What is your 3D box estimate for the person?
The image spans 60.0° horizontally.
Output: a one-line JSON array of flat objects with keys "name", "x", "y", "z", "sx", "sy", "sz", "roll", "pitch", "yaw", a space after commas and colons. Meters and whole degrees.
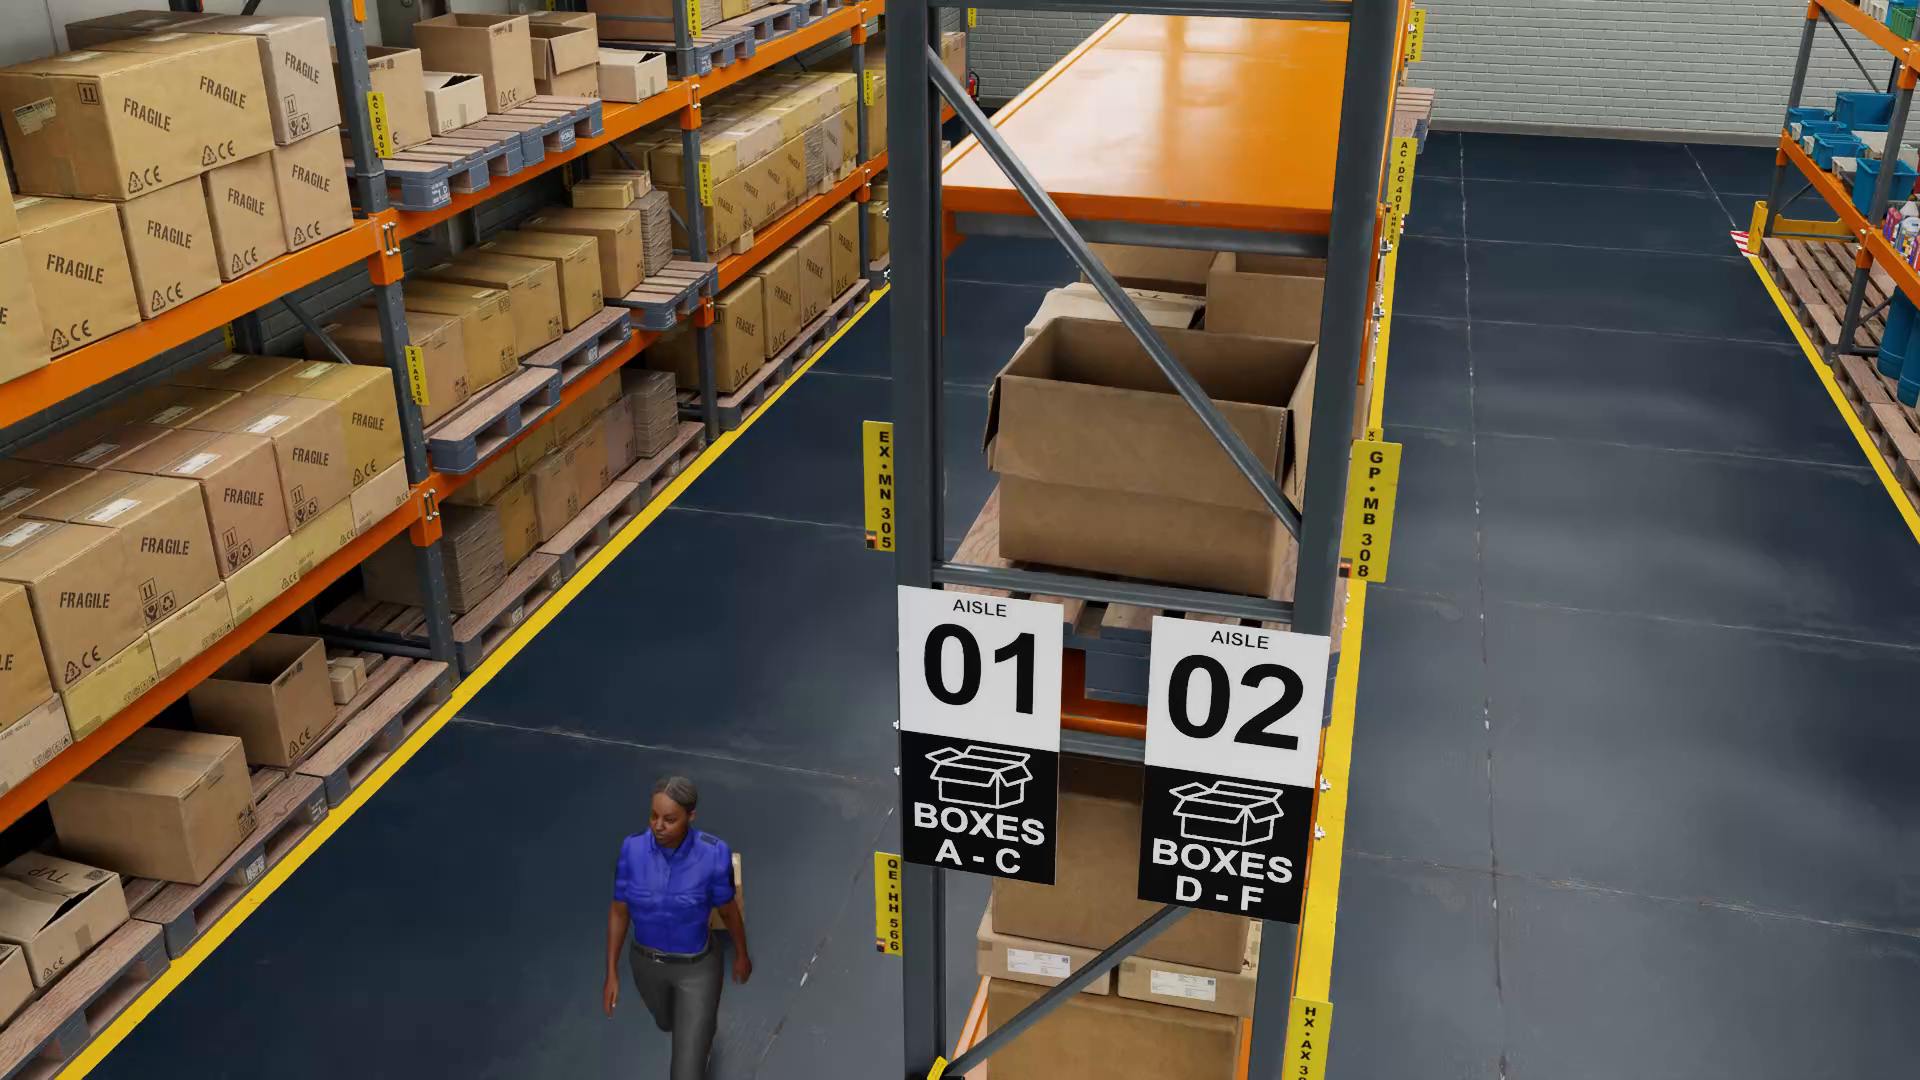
[{"name": "person", "x": -1.076, "y": 1.602, "z": 6.260, "sx": 0.476, "sy": 1.600, "sz": 1.011, "roll": 6, "pitch": 26, "yaw": 12}]
